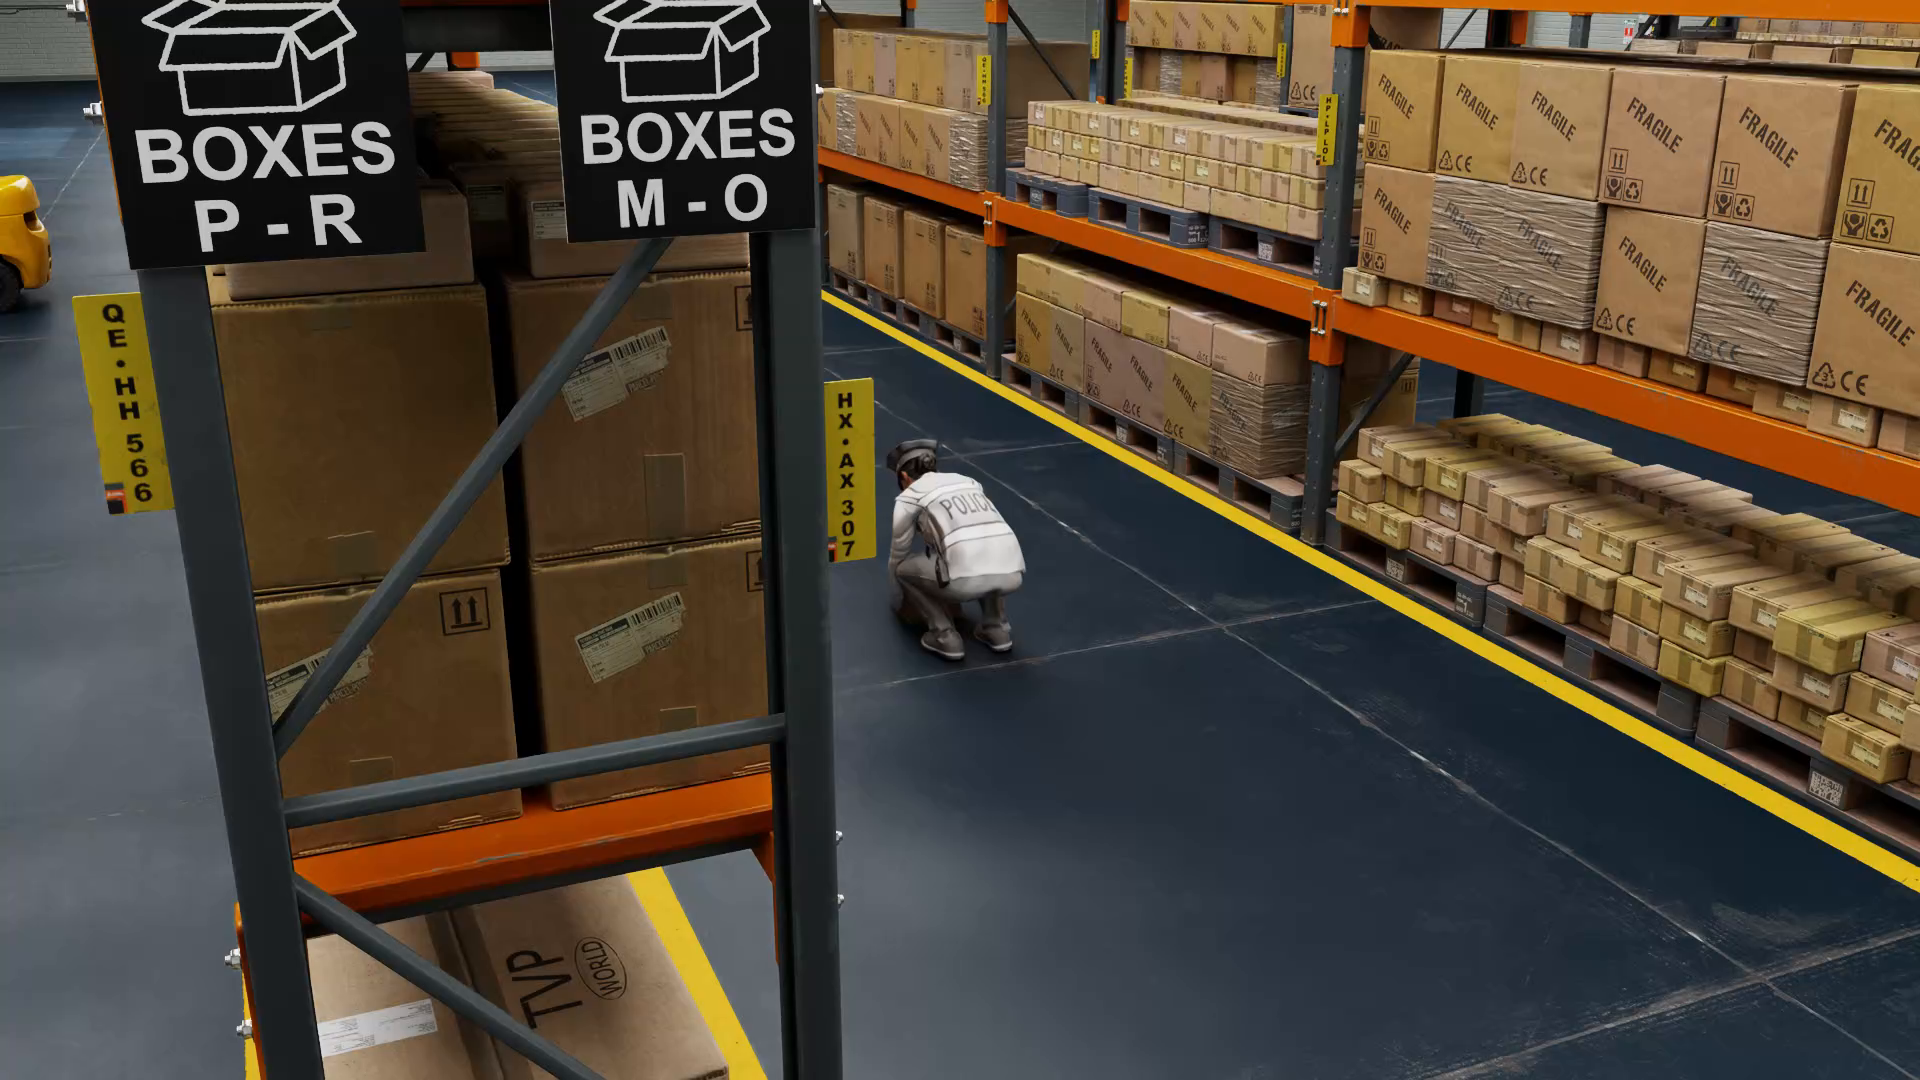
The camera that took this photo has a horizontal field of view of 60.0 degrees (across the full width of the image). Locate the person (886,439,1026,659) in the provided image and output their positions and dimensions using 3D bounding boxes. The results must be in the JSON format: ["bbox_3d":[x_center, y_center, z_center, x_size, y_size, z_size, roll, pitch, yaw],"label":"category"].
[{"bbox_3d":[-0.036,0.030,7.255,0.481,0.852,0.858,-8,21,-22],"label":"person"}]
